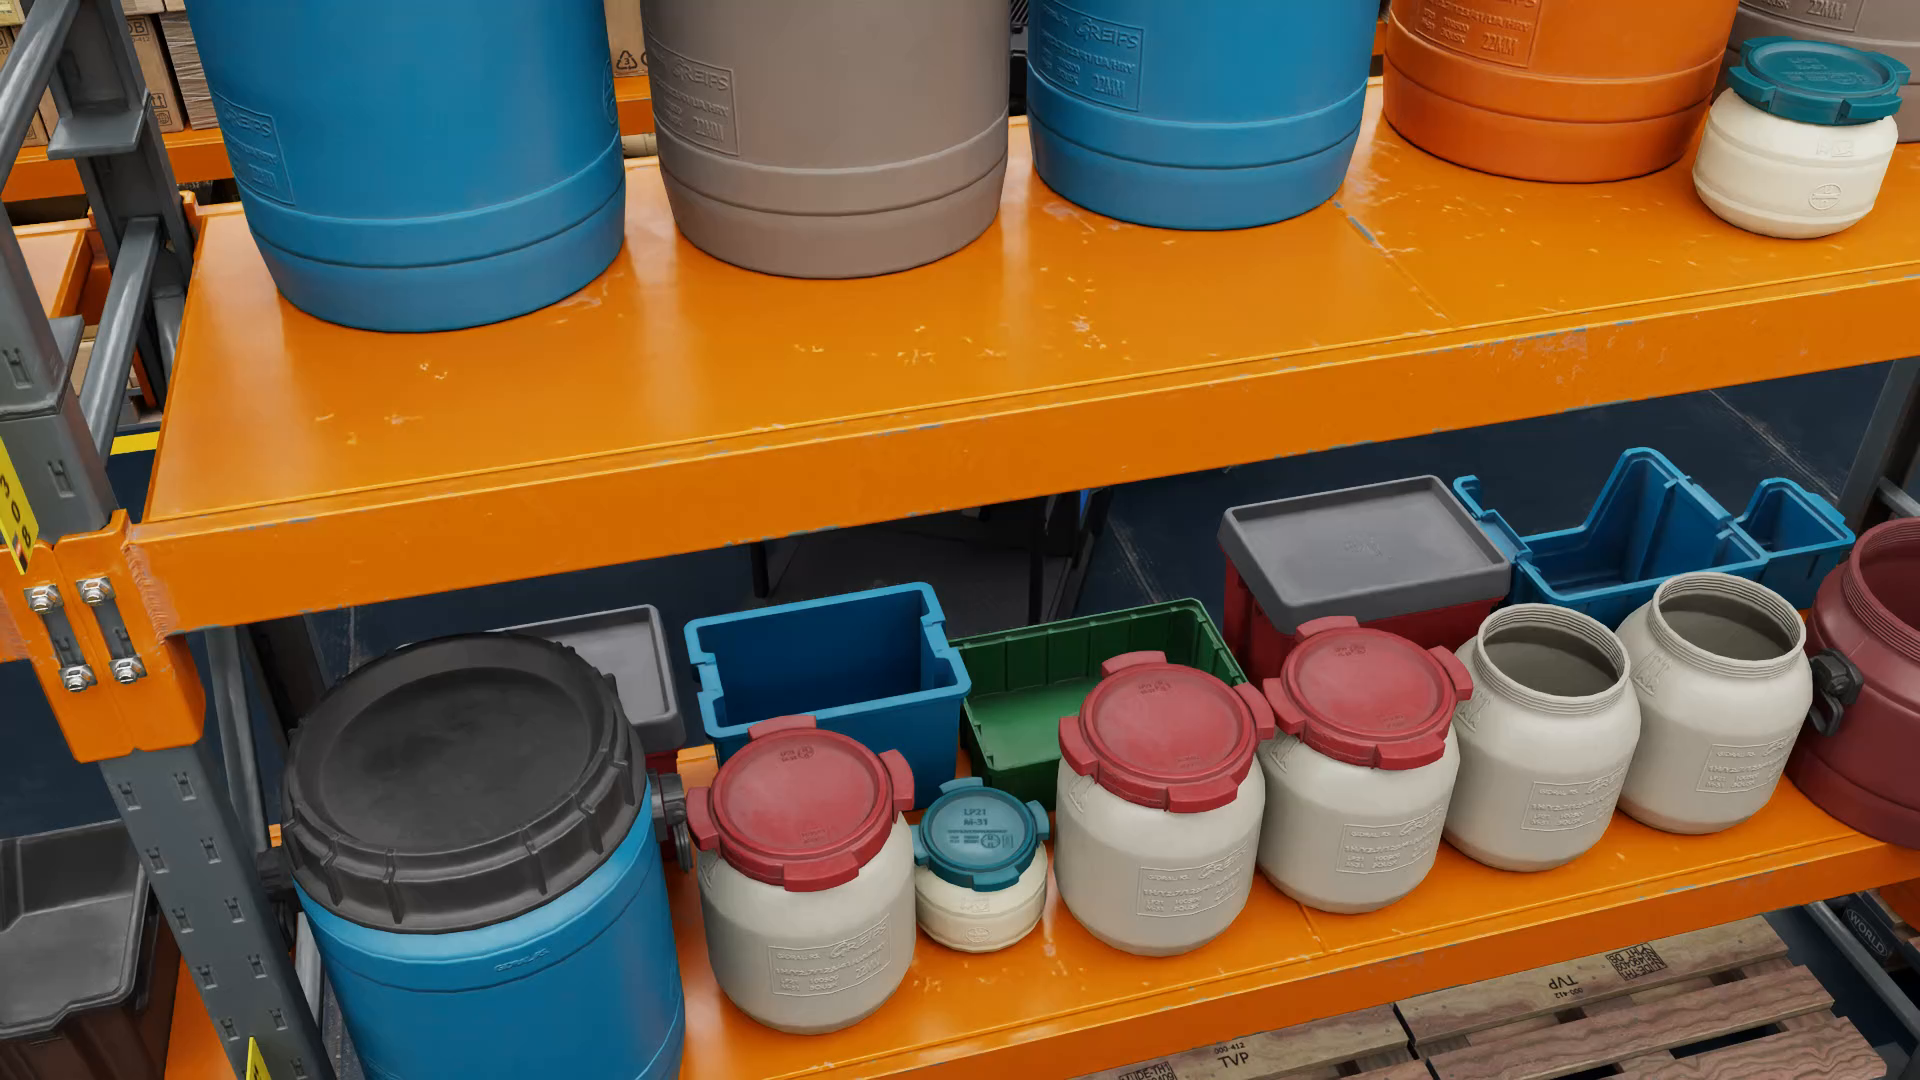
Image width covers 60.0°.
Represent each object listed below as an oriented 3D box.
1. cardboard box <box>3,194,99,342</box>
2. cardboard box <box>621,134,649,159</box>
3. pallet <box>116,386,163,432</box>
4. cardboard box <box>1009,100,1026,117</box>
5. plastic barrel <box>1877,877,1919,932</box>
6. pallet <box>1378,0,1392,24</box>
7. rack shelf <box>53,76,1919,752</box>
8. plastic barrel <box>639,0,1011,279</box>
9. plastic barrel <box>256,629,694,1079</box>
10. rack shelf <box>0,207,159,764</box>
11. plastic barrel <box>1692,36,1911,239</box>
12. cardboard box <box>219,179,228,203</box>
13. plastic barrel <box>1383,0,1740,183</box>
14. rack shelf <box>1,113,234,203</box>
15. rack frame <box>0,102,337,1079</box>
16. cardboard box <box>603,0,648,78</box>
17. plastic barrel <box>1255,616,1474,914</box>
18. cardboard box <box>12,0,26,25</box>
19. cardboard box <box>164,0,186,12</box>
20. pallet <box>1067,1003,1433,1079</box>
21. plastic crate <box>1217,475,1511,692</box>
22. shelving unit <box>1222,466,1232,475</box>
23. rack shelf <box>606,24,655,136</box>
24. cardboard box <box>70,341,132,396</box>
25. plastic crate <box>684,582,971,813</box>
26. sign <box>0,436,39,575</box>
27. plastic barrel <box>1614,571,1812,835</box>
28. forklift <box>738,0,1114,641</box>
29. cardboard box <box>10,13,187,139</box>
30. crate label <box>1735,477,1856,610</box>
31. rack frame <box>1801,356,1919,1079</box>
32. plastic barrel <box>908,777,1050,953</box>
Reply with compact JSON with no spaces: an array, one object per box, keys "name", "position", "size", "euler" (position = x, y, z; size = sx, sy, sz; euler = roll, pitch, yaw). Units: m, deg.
[{"name":"cardboard box","position":[-3.927,-1.167,7.107],"size":[0.500,0.500,0.500],"euler":[-9,38,-12]},{"name":"cardboard box","position":[-1.752,-1.766,8.045],"size":[0.500,0.311,0.500],"euler":[-8,38,-11]},{"name":"pallet","position":[-3.347,-0.941,7.806],"size":[1.213,0.211,1.003],"euler":[-9,38,-12]},{"name":"cardboard box","position":[0.206,-2.082,8.459],"size":[0.500,0.311,0.500],"euler":[-10,39,-13]},{"name":"plastic barrel","position":[3.049,0.730,4.767],"size":[0.708,0.830,0.600],"euler":[-9,38,-12]},{"name":"pallet","position":[1.929,-2.856,8.173],"size":[1.003,0.211,1.213],"euler":[-9,38,-12]},{"name":"rack shelf","position":[0.650,-0.466,3.014],"size":[4.000,0.370,1.077],"euler":[-9,38,-12]},{"name":"plastic barrel","position":[-0.215,-0.946,2.636],"size":[0.600,0.901,0.600],"euler":[0,37,0]},{"name":"plastic barrel","position":[-0.829,0.673,2.988],"size":[0.708,0.901,0.600],"euler":[-9,38,-12]},{"name":"rack shelf","position":[-3.211,0.167,2.186],"size":[4.000,0.370,1.077],"euler":[-9,38,-12]},{"name":"plastic barrel","position":[1.414,-0.676,2.809],"size":[0.301,0.262,0.301],"euler":[0,37,0]},{"name":"cardboard box","position":[-3.578,-1.549,7.606],"size":[0.500,0.500,0.500],"euler":[-9,38,-12]},{"name":"plastic barrel","position":[1.100,-1.133,2.940],"size":[0.708,0.830,0.600],"euler":[-9,38,-12]},{"name":"rack shelf","position":[-4.499,-1.547,6.896],"size":[4.000,0.370,1.077],"euler":[-9,38,-12]},{"name":"rack frame","position":[-1.281,0.756,3.293],"size":[0.127,3.000,1.000],"euler":[-9,38,-12]},{"name":"cardboard box","position":[-1.314,-2.385,7.317],"size":[0.500,0.500,0.500],"euler":[-7,38,-9]},{"name":"plastic barrel","position":[0.826,0.494,3.523],"size":[0.433,0.535,0.433],"euler":[0,37,0]},{"name":"cardboard box","position":[-3.520,-2.155,6.483],"size":[0.250,0.149,0.380],"euler":[-9,38,-12]},{"name":"cardboard box","position":[-3.014,-2.241,6.594],"size":[0.250,0.149,0.380],"euler":[-10,39,-13]},{"name":"pallet","position":[0.647,1.521,4.588],"size":[1.213,0.211,1.003],"euler":[-9,38,-12]},{"name":"plastic crate","position":[0.941,0.174,4.002],"size":[0.583,0.464,0.402],"euler":[-9,38,-12]},{"name":"shelving unit","position":[1.015,-1.294,6.713],"size":[0.503,2.100,0.431],"euler":[19,41,23]},{"name":"rack shelf","position":[-0.638,-2.181,7.724],"size":[4.000,0.370,1.077],"euler":[-9,38,-12]},{"name":"cardboard box","position":[-3.923,-0.862,7.325],"size":[0.500,0.250,0.500],"euler":[-9,38,-12]},{"name":"plastic crate","position":[-0.297,0.405,3.765],"size":[0.575,0.384,0.392],"euler":[-9,38,-12]},{"name":"sign","position":[-1.148,-0.114,1.955],"size":[0.005,0.325,0.100],"euler":[-9,38,-12]},{"name":"plastic barrel","position":[1.644,0.366,3.710],"size":[0.421,0.512,0.421],"euler":[0,37,0]},{"name":"forklift","position":[-0.161,-0.772,5.347],"size":[1.130,2.935,3.031],"euler":[9,38,11]},{"name":"cardboard box","position":[-3.503,-2.028,6.850],"size":[0.500,0.500,0.700],"euler":[-10,38,-12]},{"name":"crate label","position":[2.077,0.036,4.372],"size":[0.416,0.233,0.303],"euler":[-9,38,-12]},{"name":"rack frame","position":[2.581,0.122,4.121],"size":[0.127,3.000,1.000],"euler":[-9,38,-12]},{"name":"plastic barrel","position":[0.037,0.691,3.491],"size":[0.301,0.262,0.301],"euler":[0,37,0]}]
